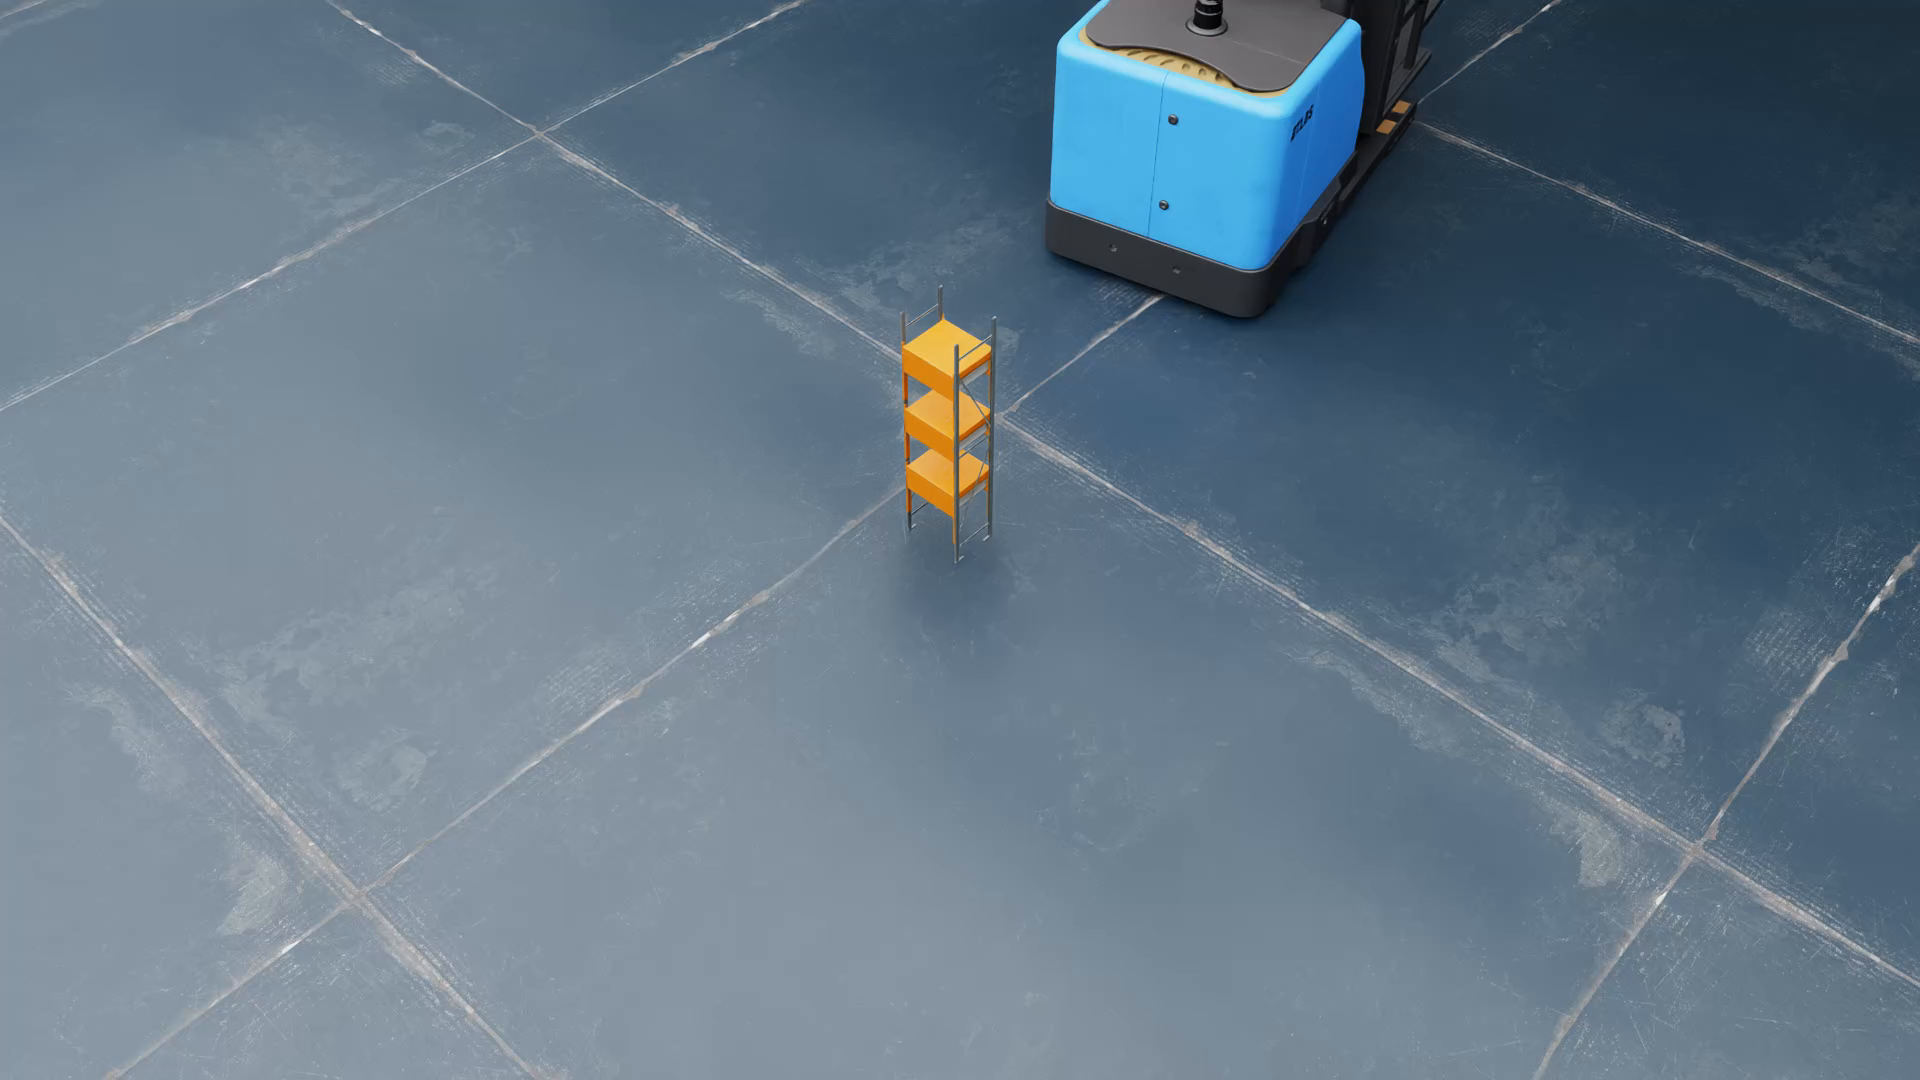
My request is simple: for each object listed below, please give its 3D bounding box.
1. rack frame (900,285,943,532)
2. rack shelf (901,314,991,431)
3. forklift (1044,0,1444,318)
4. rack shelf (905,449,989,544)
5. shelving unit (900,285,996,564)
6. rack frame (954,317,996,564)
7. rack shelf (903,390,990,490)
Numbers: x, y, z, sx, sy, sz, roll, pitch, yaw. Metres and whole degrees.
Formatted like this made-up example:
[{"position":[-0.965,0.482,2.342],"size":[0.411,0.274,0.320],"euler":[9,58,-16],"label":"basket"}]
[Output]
[{"position":[-0.129,-0.446,5.949],"size":[0.008,1.050,0.200],"euler":[34,55,28],"label":"rack frame"},{"position":[-0.039,-0.573,5.693],"size":[0.240,0.259,0.215],"euler":[34,55,28],"label":"rack shelf"},{"position":[1.560,-3.010,7.065],"size":[1.130,2.935,3.031],"euler":[23,51,20],"label":"forklift"},{"position":[-0.039,-0.188,6.102],"size":[0.240,0.259,0.215],"euler":[34,55,28],"label":"rack shelf"},{"position":[-0.039,-0.386,5.892],"size":[0.252,1.050,0.215],"euler":[34,55,28],"label":"shelving unit"},{"position":[0.050,-0.325,5.835],"size":[0.008,1.050,0.200],"euler":[34,55,28],"label":"rack frame"},{"position":[-0.039,-0.379,5.900],"size":[0.240,0.259,0.215],"euler":[34,55,28],"label":"rack shelf"}]
